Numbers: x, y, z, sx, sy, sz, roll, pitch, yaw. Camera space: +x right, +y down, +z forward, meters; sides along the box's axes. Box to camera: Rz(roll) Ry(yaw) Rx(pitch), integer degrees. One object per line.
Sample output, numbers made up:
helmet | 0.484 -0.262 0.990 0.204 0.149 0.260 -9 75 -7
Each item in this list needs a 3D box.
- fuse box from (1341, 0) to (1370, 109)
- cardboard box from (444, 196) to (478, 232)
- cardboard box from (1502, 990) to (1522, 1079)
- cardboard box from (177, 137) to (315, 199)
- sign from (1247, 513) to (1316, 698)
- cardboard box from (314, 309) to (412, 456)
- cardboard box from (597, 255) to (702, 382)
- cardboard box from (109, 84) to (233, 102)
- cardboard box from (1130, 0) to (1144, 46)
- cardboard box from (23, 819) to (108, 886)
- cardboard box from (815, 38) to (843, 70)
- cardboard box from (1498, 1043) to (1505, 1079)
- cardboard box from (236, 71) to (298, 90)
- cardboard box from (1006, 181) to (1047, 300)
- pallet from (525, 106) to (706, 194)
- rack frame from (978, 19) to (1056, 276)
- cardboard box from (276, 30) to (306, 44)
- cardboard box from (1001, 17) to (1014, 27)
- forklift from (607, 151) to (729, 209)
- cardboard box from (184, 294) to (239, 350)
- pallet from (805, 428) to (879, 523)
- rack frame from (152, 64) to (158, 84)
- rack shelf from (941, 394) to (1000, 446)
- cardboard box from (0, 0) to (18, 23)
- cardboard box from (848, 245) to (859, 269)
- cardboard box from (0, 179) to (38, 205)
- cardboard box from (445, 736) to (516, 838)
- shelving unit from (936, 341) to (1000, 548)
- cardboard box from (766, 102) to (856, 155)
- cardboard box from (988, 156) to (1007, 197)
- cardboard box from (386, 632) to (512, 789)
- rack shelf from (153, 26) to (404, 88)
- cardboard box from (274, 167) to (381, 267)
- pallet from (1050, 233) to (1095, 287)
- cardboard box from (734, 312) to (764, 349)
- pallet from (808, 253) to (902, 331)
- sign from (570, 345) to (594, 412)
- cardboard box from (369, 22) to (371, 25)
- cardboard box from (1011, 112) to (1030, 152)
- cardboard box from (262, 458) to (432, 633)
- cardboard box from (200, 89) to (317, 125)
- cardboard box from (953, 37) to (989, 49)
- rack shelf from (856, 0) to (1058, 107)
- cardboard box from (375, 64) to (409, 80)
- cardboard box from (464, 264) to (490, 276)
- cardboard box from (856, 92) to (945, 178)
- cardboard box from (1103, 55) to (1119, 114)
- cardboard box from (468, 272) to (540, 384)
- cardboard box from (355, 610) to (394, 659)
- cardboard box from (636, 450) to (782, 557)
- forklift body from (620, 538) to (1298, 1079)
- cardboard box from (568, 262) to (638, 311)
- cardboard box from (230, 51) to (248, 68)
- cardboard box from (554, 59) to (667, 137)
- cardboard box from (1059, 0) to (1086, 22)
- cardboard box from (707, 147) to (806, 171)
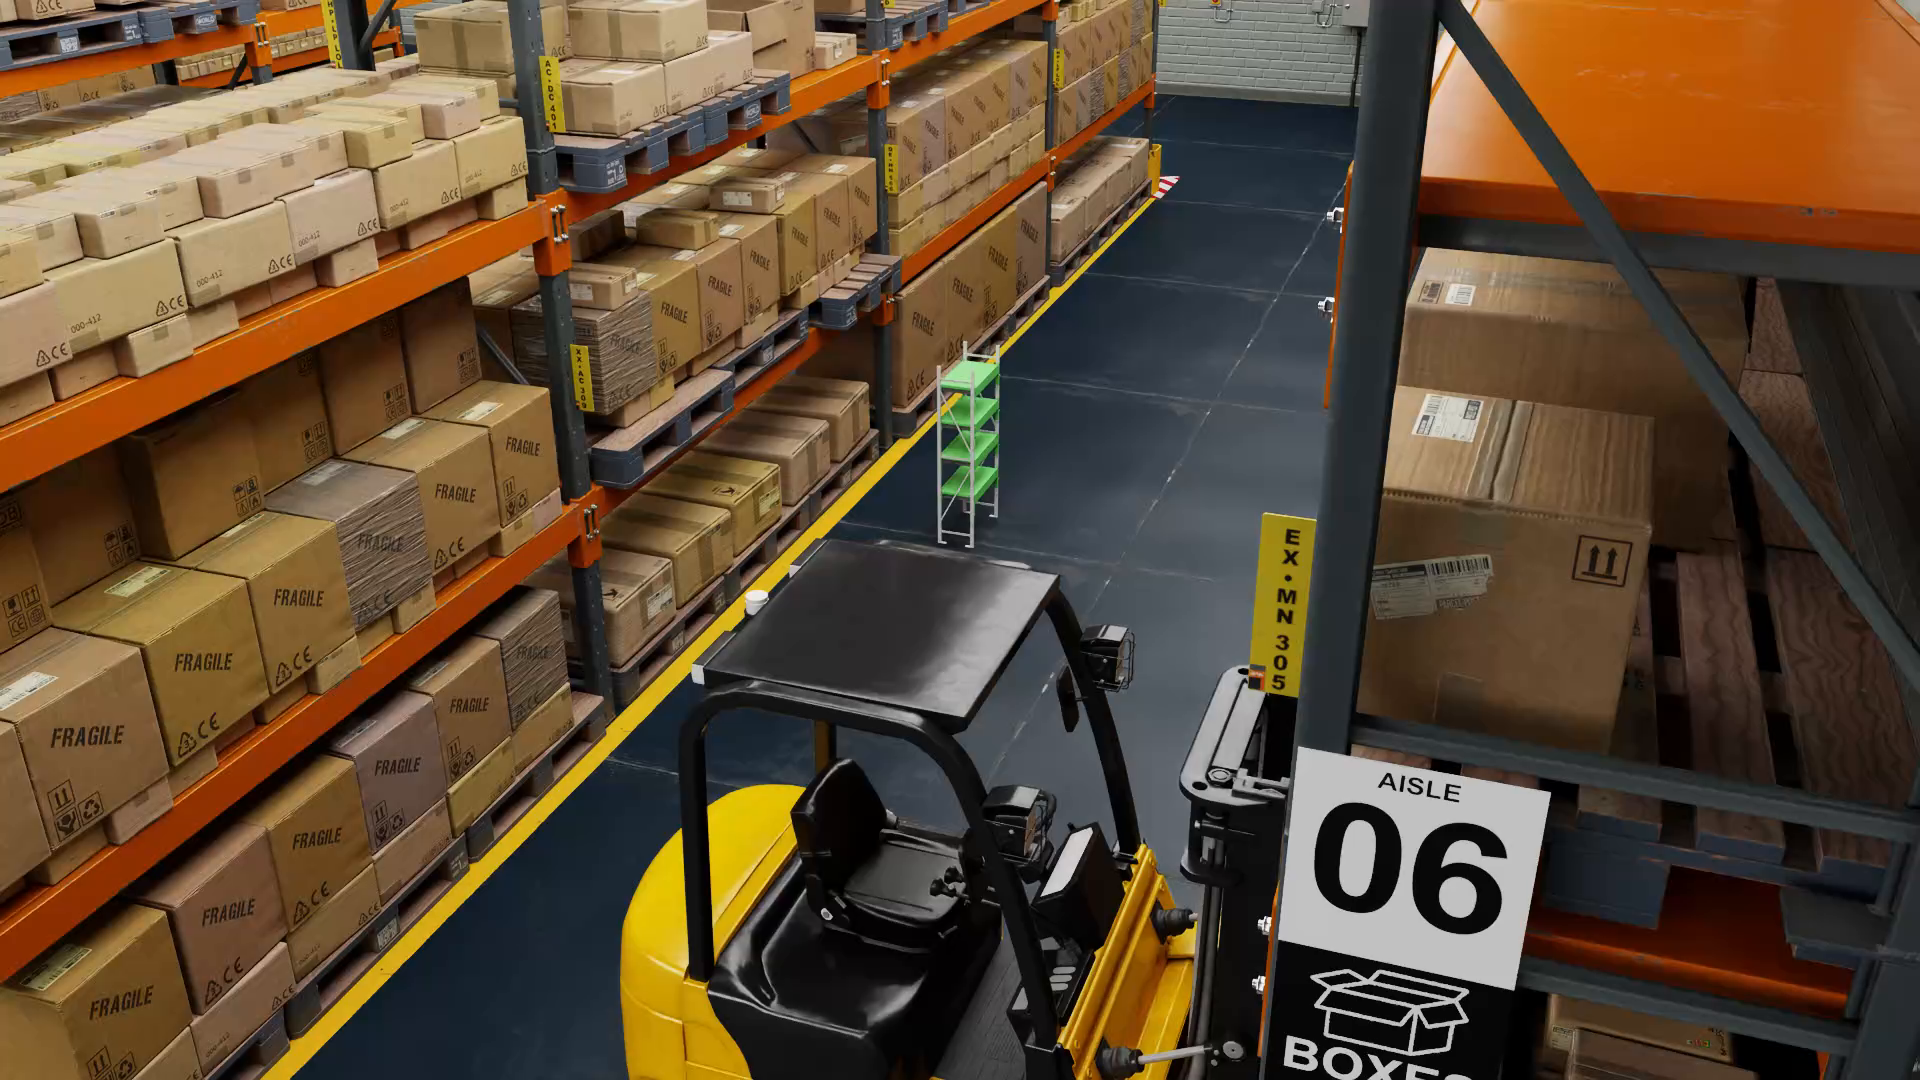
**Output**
fuse box | 5.467 -6.762 22.752 0.539 1.711 0.414 9 27 17
cardboard box | -2.297 -1.427 7.101 0.380 0.149 0.250 9 27 18
cardboard box | 1.136 1.410 4.280 0.500 0.500 0.500 10 27 19
cardboard box | -2.581 -1.345 6.018 0.380 0.149 0.250 9 27 18
sign | 0.531 0.110 2.713 0.100 0.325 0.005 9 27 17
cardboard box | -2.854 -0.727 7.207 0.700 0.500 0.500 9 27 18
cardboard box | -1.720 -1.179 8.806 0.500 0.500 0.500 9 27 18
cardboard box | -5.842 -3.087 12.421 0.700 0.500 0.500 9 27 17
cardboard box | 1.598 -5.429 17.259 0.500 0.500 0.500 9 27 18
cardboard box | -3.100 0.990 5.552 0.380 0.149 0.250 8 27 16
cardboard box | -0.964 -3.072 10.499 0.380 0.149 0.250 9 27 17
cardboard box | 1.011 1.153 3.726 0.380 0.149 0.250 9 27 18
cardboard box | -8.401 -5.041 19.676 0.875 0.875 0.875 9 27 17
cardboard box | 0.218 -2.708 14.858 0.875 0.875 0.875 10 27 19
pallet | -2.007 -1.958 8.126 1.213 0.211 1.003 9 27 17
rack frame | 0.349 -3.742 15.037 1.000 3.000 0.127 9 27 17
cardboard box | -8.084 -6.019 19.571 0.500 0.250 0.500 9 27 18
cardboard box | 0.342 -4.794 15.204 0.380 0.149 0.250 9 27 19
forklift | -2.469 -2.632 12.823 1.130 2.935 3.031 10 28 19
cardboard box | -2.752 -0.783 5.771 0.380 0.149 0.250 8 27 16
pallet | -1.243 -0.522 11.586 1.003 0.211 1.213 9 27 17
rack frame | -8.996 -5.179 18.005 1.000 3.000 0.127 9 27 17
rack shelf | 0.055 -0.767 10.552 0.258 0.148 0.480 9 27 17
cardboard box | -6.192 -3.393 10.430 0.396 0.266 0.258 9 27 17
cardboard box | -0.890 -1.885 11.007 0.380 0.149 0.250 9 27 18
cardboard box | -3.287 -1.096 5.503 0.380 0.149 0.250 8 27 16
cardboard box | -2.424 1.096 7.717 0.500 0.250 0.500 8 27 16
shelving unit | 0.055 -0.608 10.629 0.258 1.200 0.503 9 27 17
cardboard box | -1.056 -2.844 11.919 0.500 0.500 0.500 8 27 16
cardboard box | 0.081 -3.040 13.759 0.500 0.250 0.500 8 27 16
cardboard box | -2.424 0.748 7.576 0.500 0.500 0.500 9 27 18
rack shelf | -8.330 -5.677 19.859 1.077 0.370 4.000 9 27 17
cardboard box | -2.556 -1.235 6.248 0.500 0.250 0.500 8 27 17
pallet | 0.676 -2.788 16.266 1.003 0.211 1.213 9 27 17
cardboard box | -1.371 -1.243 9.682 0.380 0.149 0.250 10 28 19
pallet | -1.118 -1.704 11.047 1.213 0.211 1.003 9 27 17
sign | -1.799 -0.769 7.902 0.100 0.325 0.005 9 27 17
cardboard box | -7.558 -6.409 20.833 0.380 0.149 0.250 9 27 18
cardboard box | 0.273 -3.477 14.087 0.500 0.250 0.500 9 27 19
cardboard box | -2.559 0.012 6.828 0.500 0.500 0.500 10 27 19
cardboard box | -2.881 -1.750 6.853 0.380 0.149 0.250 8 27 16
cardboard box | -0.068 -4.098 14.510 0.500 0.500 0.500 9 27 18
rack shelf | -0.316 -3.946 12.842 1.077 0.370 4.000 9 27 17
cardboard box | -5.262 -4.239 15.187 0.380 0.149 0.250 9 27 17
cardboard box | -4.707 -2.721 15.314 0.500 0.500 0.500 8 27 16
cardboard box | -0.431 -2.966 12.171 0.500 0.500 0.500 9 27 18
cardboard box | 1.267 -4.563 16.618 0.500 0.500 0.500 10 27 19
cardboard box | -2.376 -1.045 8.529 0.500 0.500 0.500 8 27 16
cardboard box | -2.581 0.354 6.866 0.380 0.149 0.250 8 27 17
cardboard box | -1.675 -0.259 10.375 0.950 0.372 0.625 10 27 19
forklift body | -0.051 1.246 5.709 2.313 2.155 1.214 9 27 17
cardboard box | -1.823 -1.256 8.220 0.380 0.149 0.250 9 27 17
cardboard box | -8.323 -5.464 18.881 0.380 0.149 0.250 8 27 16
cardboard box | -1.740 -2.108 7.910 0.500 0.250 0.500 8 27 16
cardboard box | 0.955 -4.933 15.490 0.380 0.149 0.250 9 27 17
cardboard box | -1.350 -2.315 11.151 0.500 0.500 0.500 8 27 16
